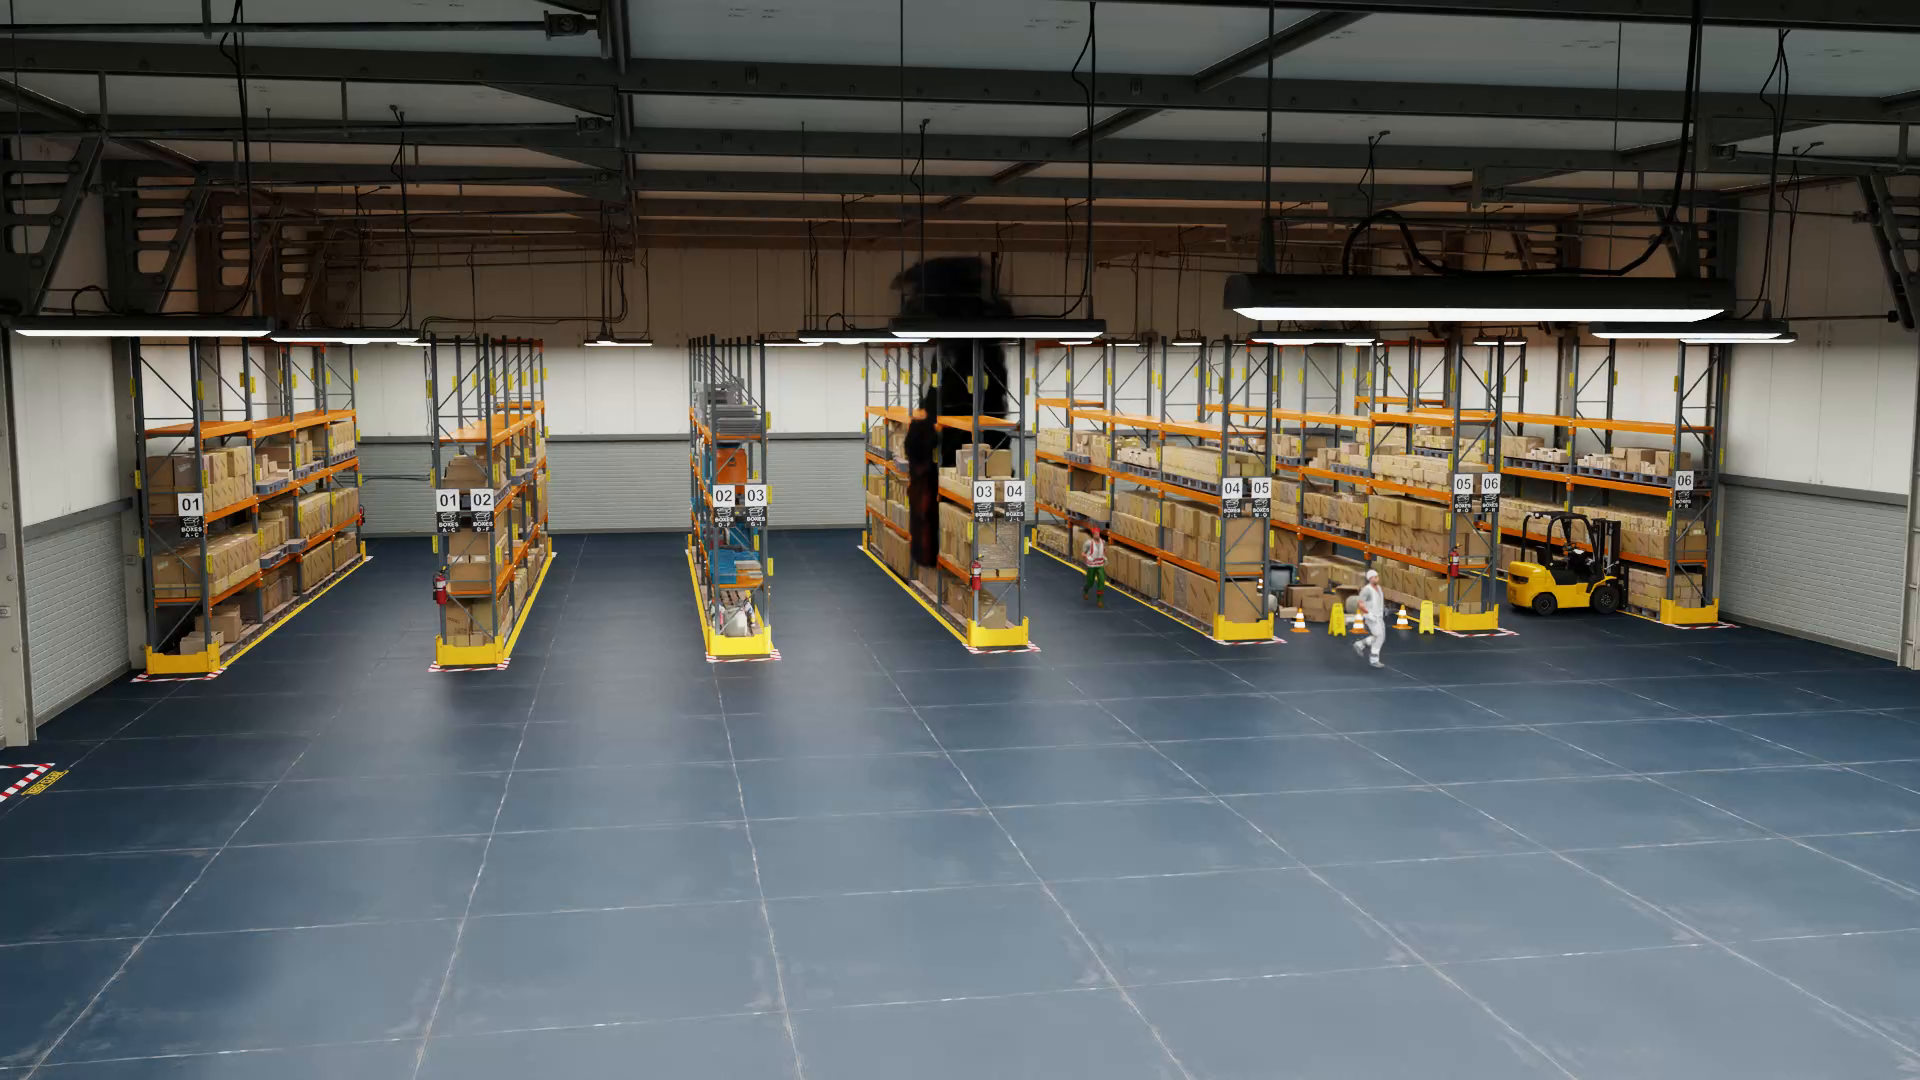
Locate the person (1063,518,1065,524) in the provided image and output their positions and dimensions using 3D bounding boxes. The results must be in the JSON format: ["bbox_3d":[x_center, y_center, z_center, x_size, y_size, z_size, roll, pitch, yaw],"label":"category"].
[{"bbox_3d":[3.313,-0.802,49.807,0.538,1.676,0.716,6,9,43],"label":"person"}]

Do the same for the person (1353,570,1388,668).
[{"bbox_3d":[7.442,1.411,30.160,0.635,1.758,0.651,6,9,41],"label":"person"}]

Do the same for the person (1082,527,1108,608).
[{"bbox_3d":[2.998,0.581,37.133,0.634,1.777,0.984,-2,7,-15],"label":"person"}]
